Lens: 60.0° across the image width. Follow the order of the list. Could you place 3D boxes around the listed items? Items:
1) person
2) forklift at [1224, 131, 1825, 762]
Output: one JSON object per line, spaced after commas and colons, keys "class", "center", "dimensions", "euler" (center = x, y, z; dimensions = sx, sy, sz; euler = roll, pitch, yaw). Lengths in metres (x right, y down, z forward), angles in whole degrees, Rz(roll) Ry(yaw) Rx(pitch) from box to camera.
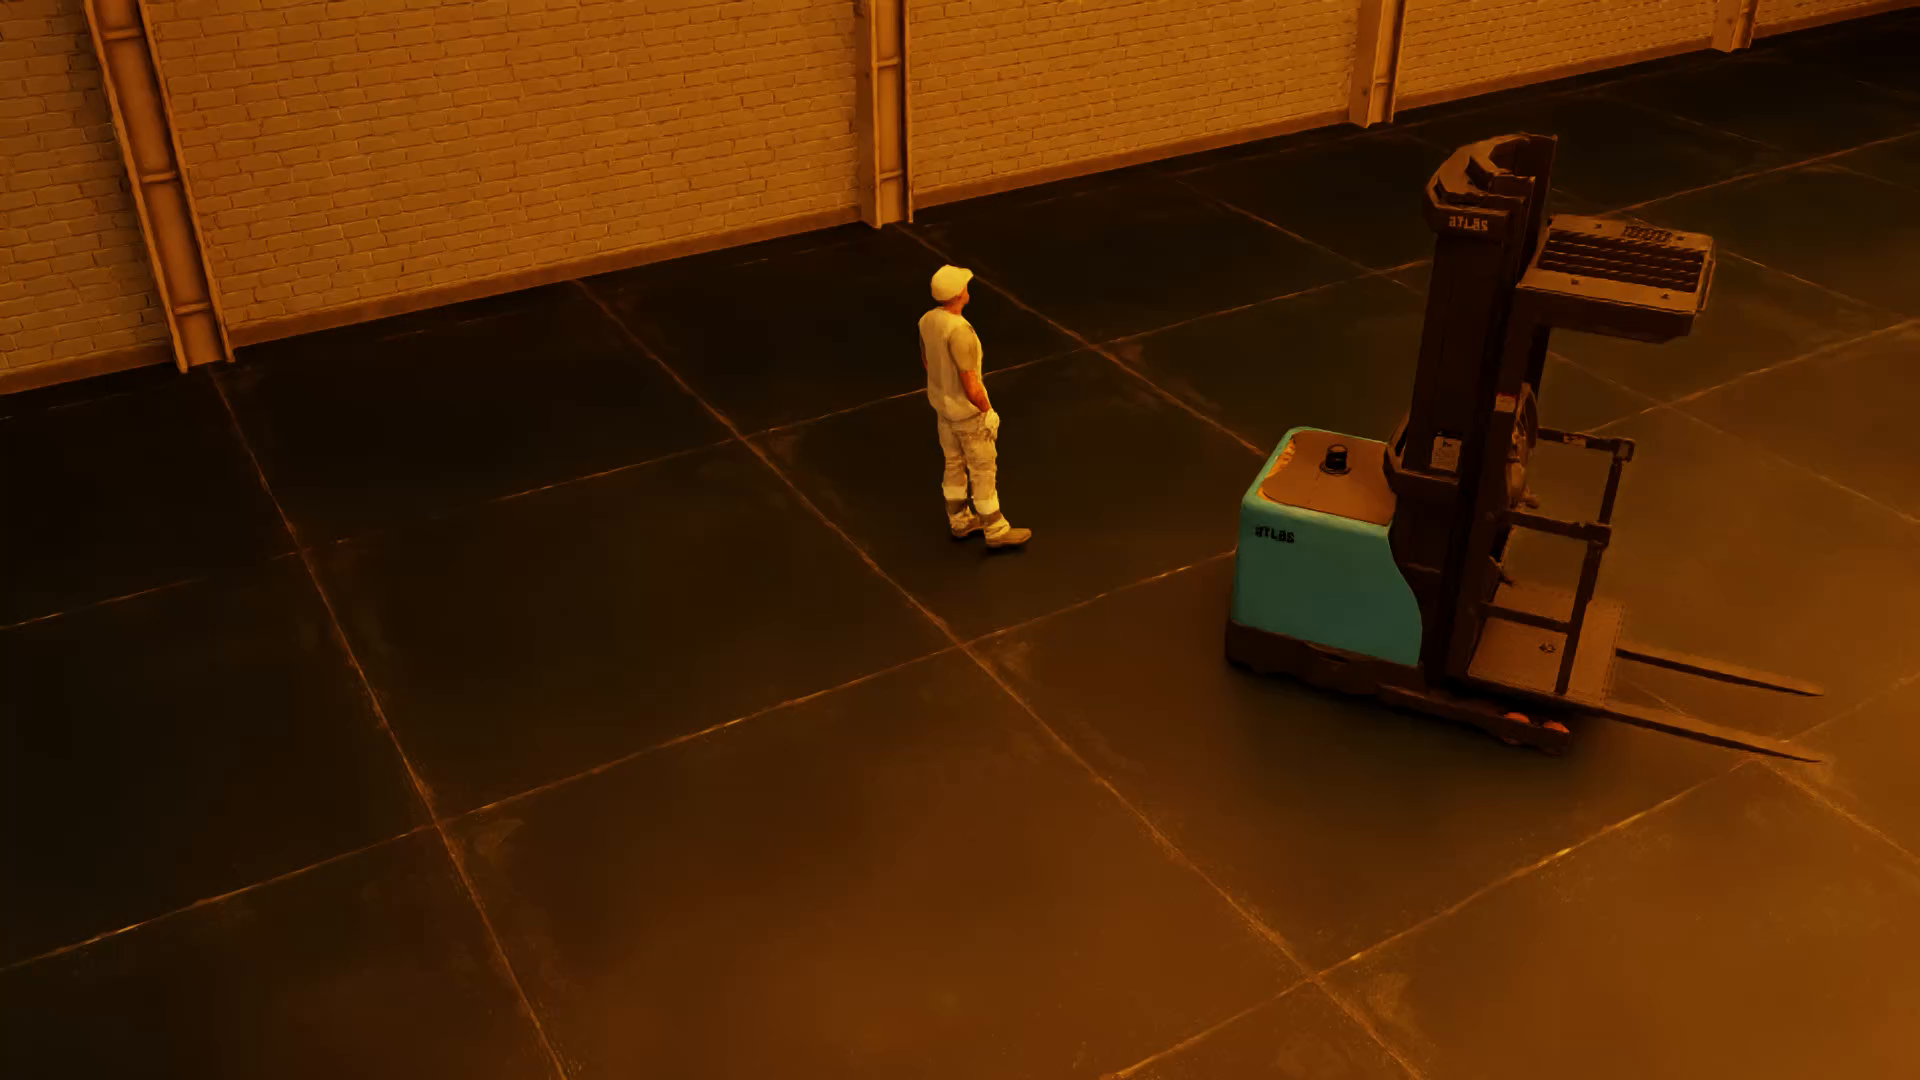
{"class": "person", "center": [0.074, -0.824, 10.044], "dimensions": [0.563, 1.787, 0.637], "euler": [-17, 35, -26]}
{"class": "forklift", "center": [3.040, -0.458, 8.412], "dimensions": [3.031, 2.935, 1.130], "euler": [14, 34, 22]}
